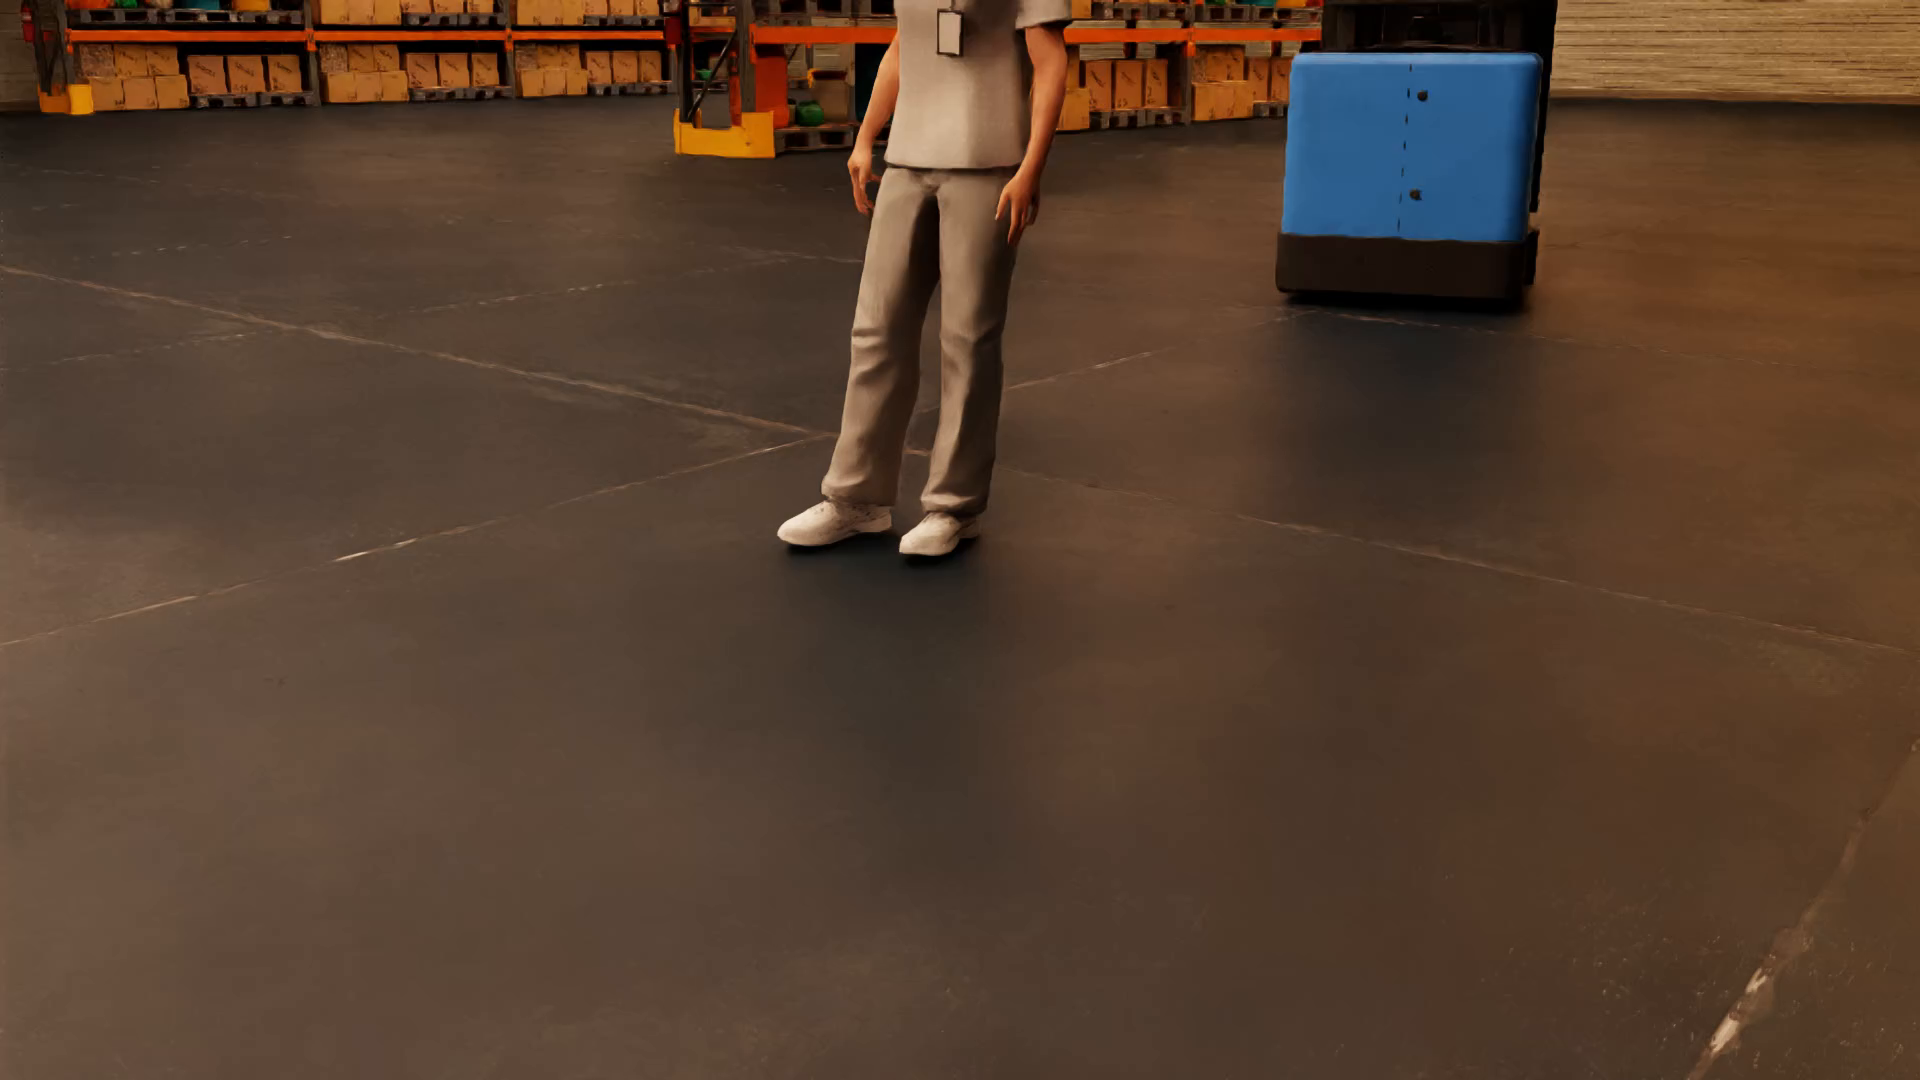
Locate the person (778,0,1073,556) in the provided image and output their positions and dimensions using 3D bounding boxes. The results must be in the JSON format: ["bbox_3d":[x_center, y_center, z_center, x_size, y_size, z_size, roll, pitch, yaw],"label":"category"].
[{"bbox_3d":[-0.057,-0.795,3.650,0.550,1.674,0.548,13,21,37],"label":"person"}]

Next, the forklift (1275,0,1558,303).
[{"bbox_3d":[2.383,-2.815,8.167,1.130,2.935,3.031,6,18,19],"label":"forklift"}]
